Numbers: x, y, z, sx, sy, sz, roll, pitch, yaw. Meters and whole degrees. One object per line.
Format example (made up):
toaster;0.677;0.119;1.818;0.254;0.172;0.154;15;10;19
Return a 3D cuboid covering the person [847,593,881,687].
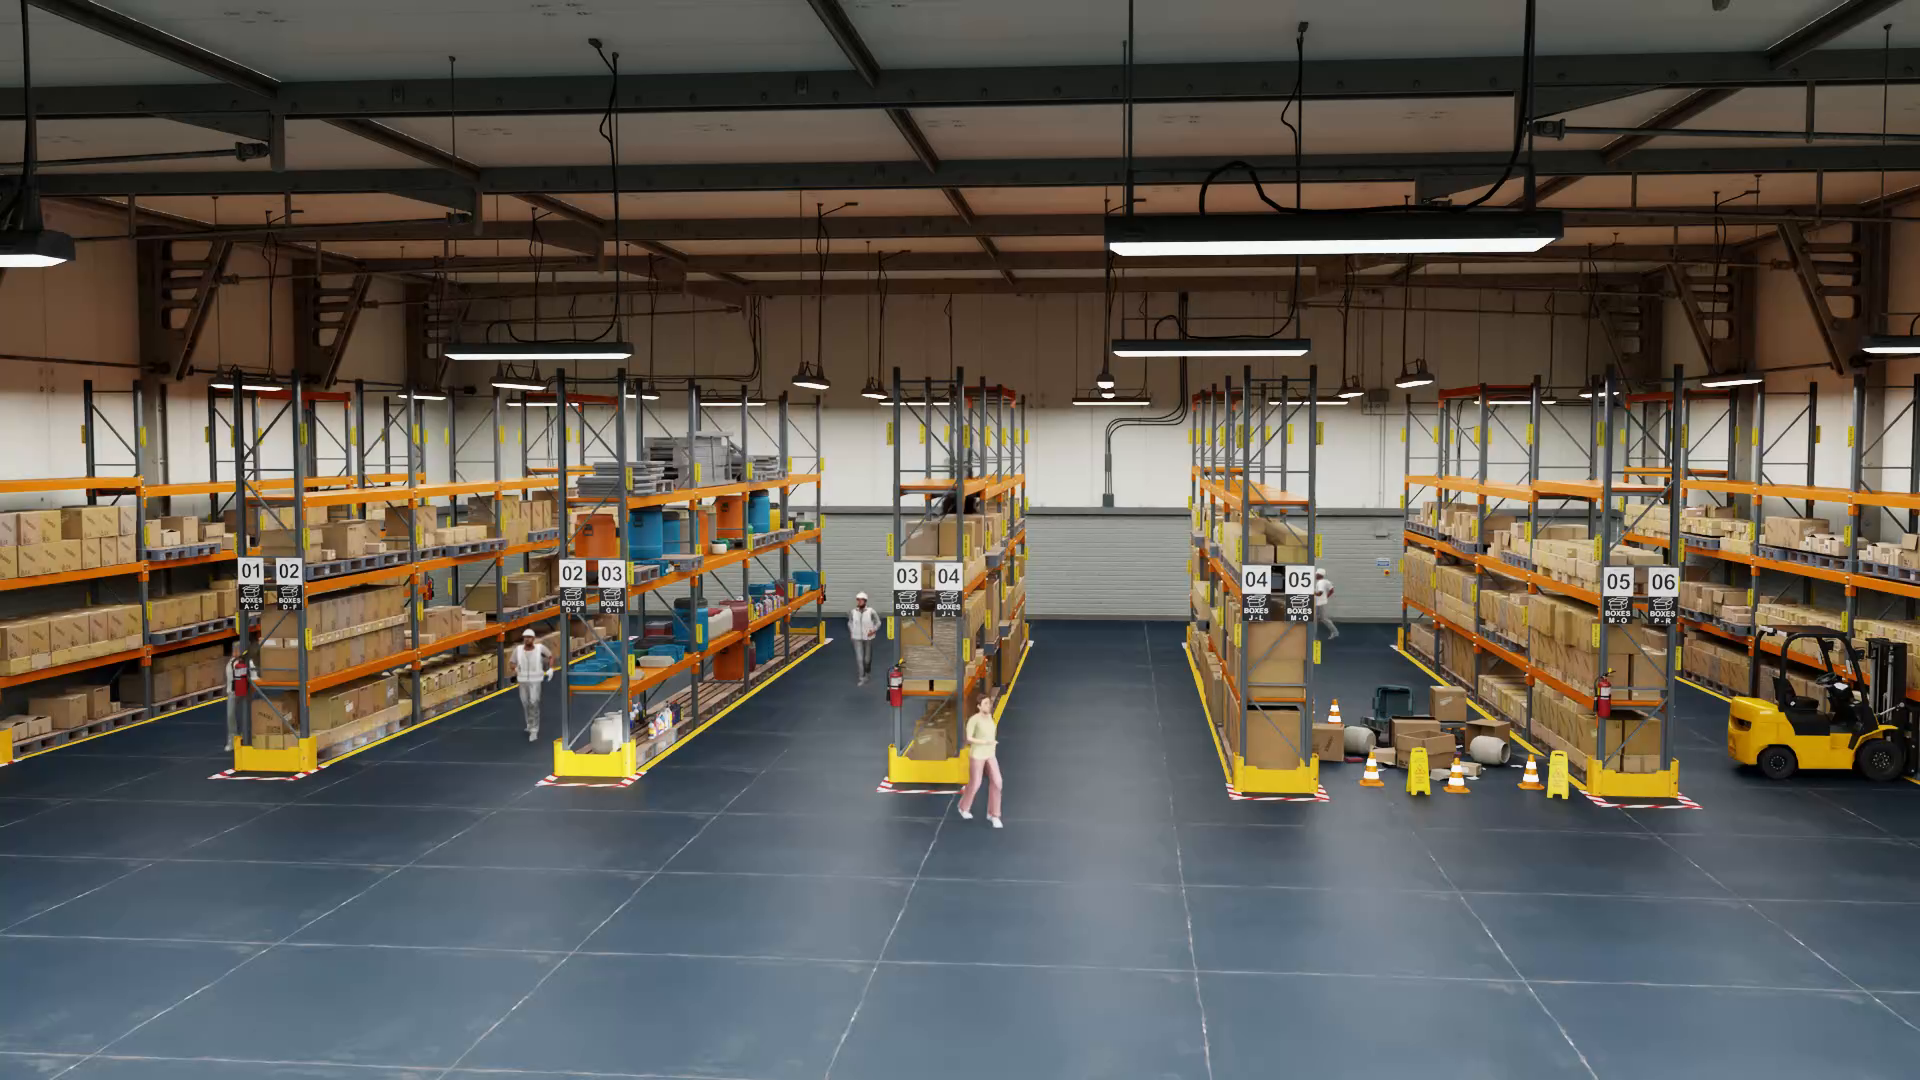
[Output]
person;-1.833;1.883;31.597;0.659;1.767;0.627;0;4;6

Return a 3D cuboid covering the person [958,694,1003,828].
person;0.266;2.845;21.465;0.589;1.741;0.735;-3;5;-42

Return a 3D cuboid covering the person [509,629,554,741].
person;-7.148;2.399;27.704;0.703;1.857;0.786;0;4;-1

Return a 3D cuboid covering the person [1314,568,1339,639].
person;8.830;1.604;40.553;0.852;1.816;0.670;1;4;14

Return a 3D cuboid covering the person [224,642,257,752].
person;-11.596;2.492;26.790;0.594;1.733;0.796;0;4;8
